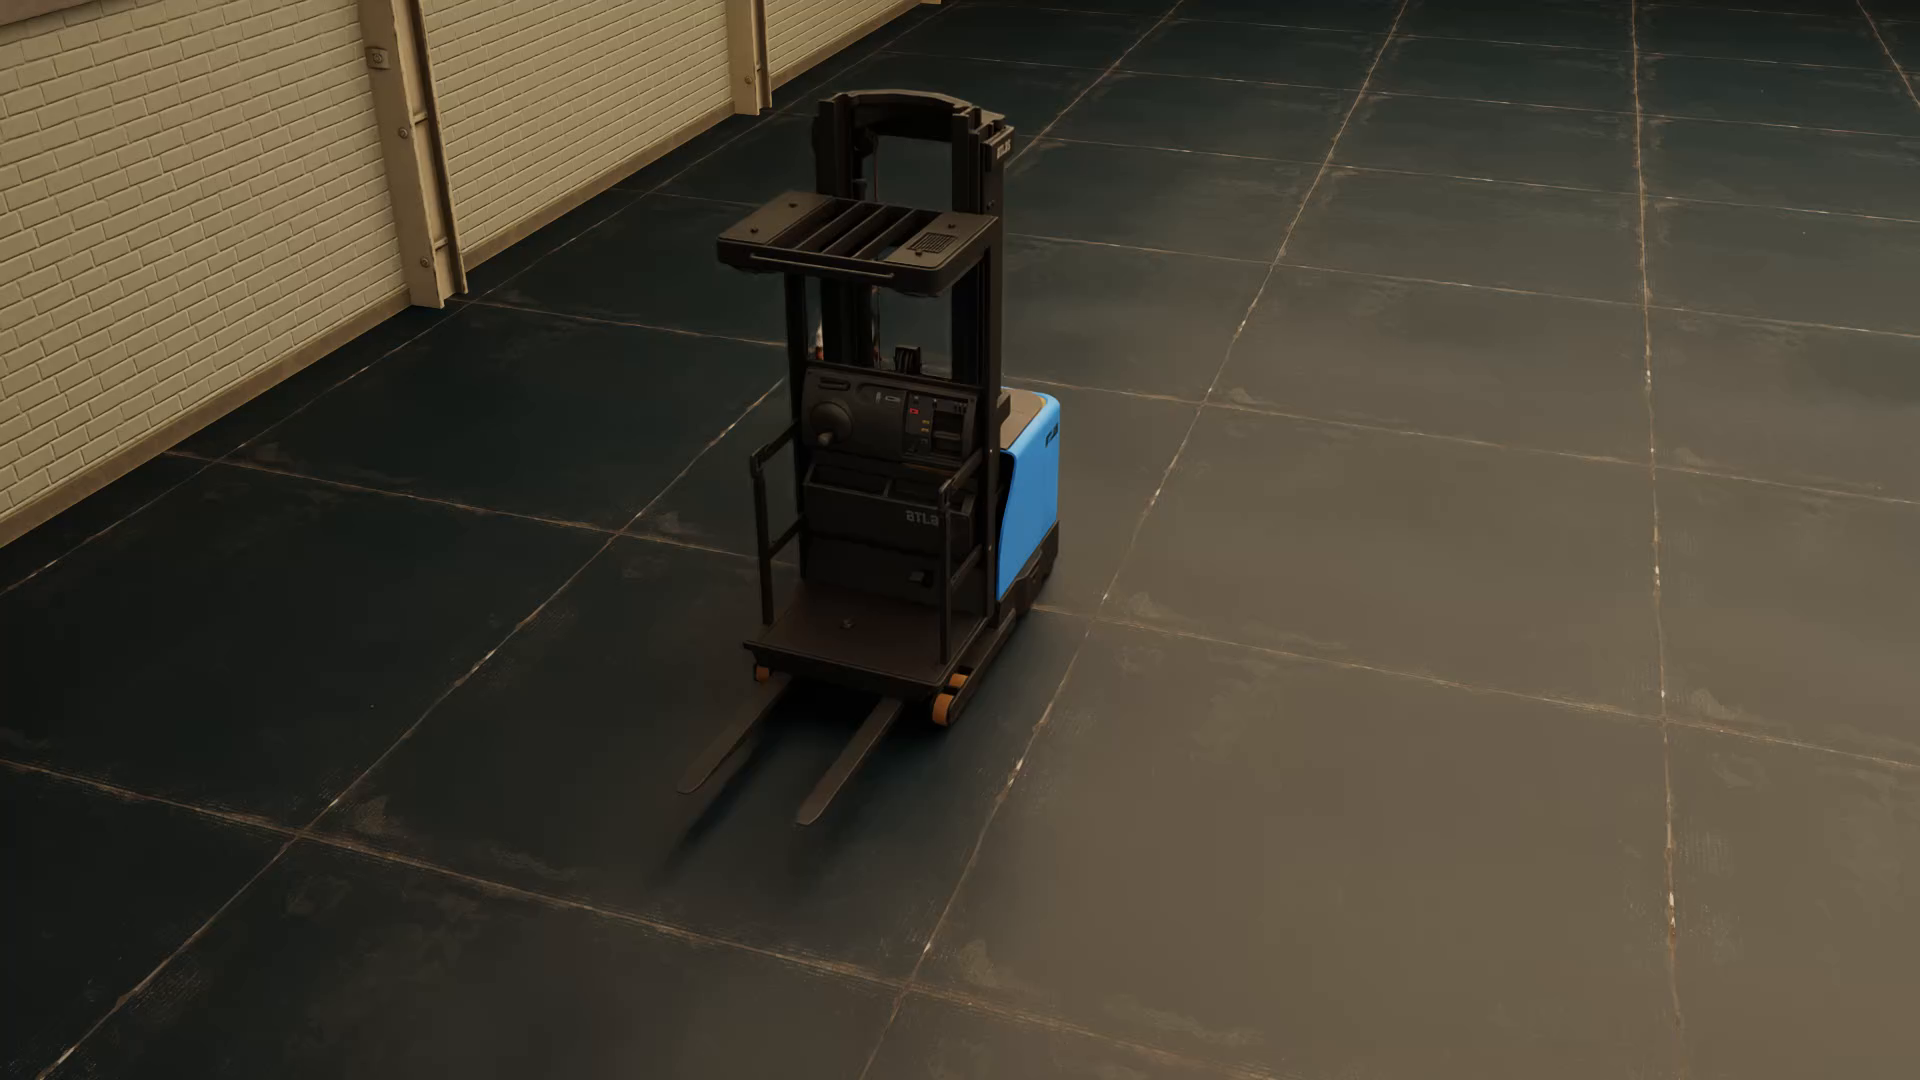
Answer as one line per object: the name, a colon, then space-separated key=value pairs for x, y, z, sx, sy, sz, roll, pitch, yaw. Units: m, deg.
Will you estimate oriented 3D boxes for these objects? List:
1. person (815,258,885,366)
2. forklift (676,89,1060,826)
person: x=-0.517 y=-0.965 z=10.129 sx=0.678 sy=1.581 sz=0.813 roll=8 pitch=31 yaw=14
forklift: x=-0.435 y=-0.564 z=8.126 sx=1.130 sy=2.935 sz=3.031 roll=11 pitch=32 yaw=19
